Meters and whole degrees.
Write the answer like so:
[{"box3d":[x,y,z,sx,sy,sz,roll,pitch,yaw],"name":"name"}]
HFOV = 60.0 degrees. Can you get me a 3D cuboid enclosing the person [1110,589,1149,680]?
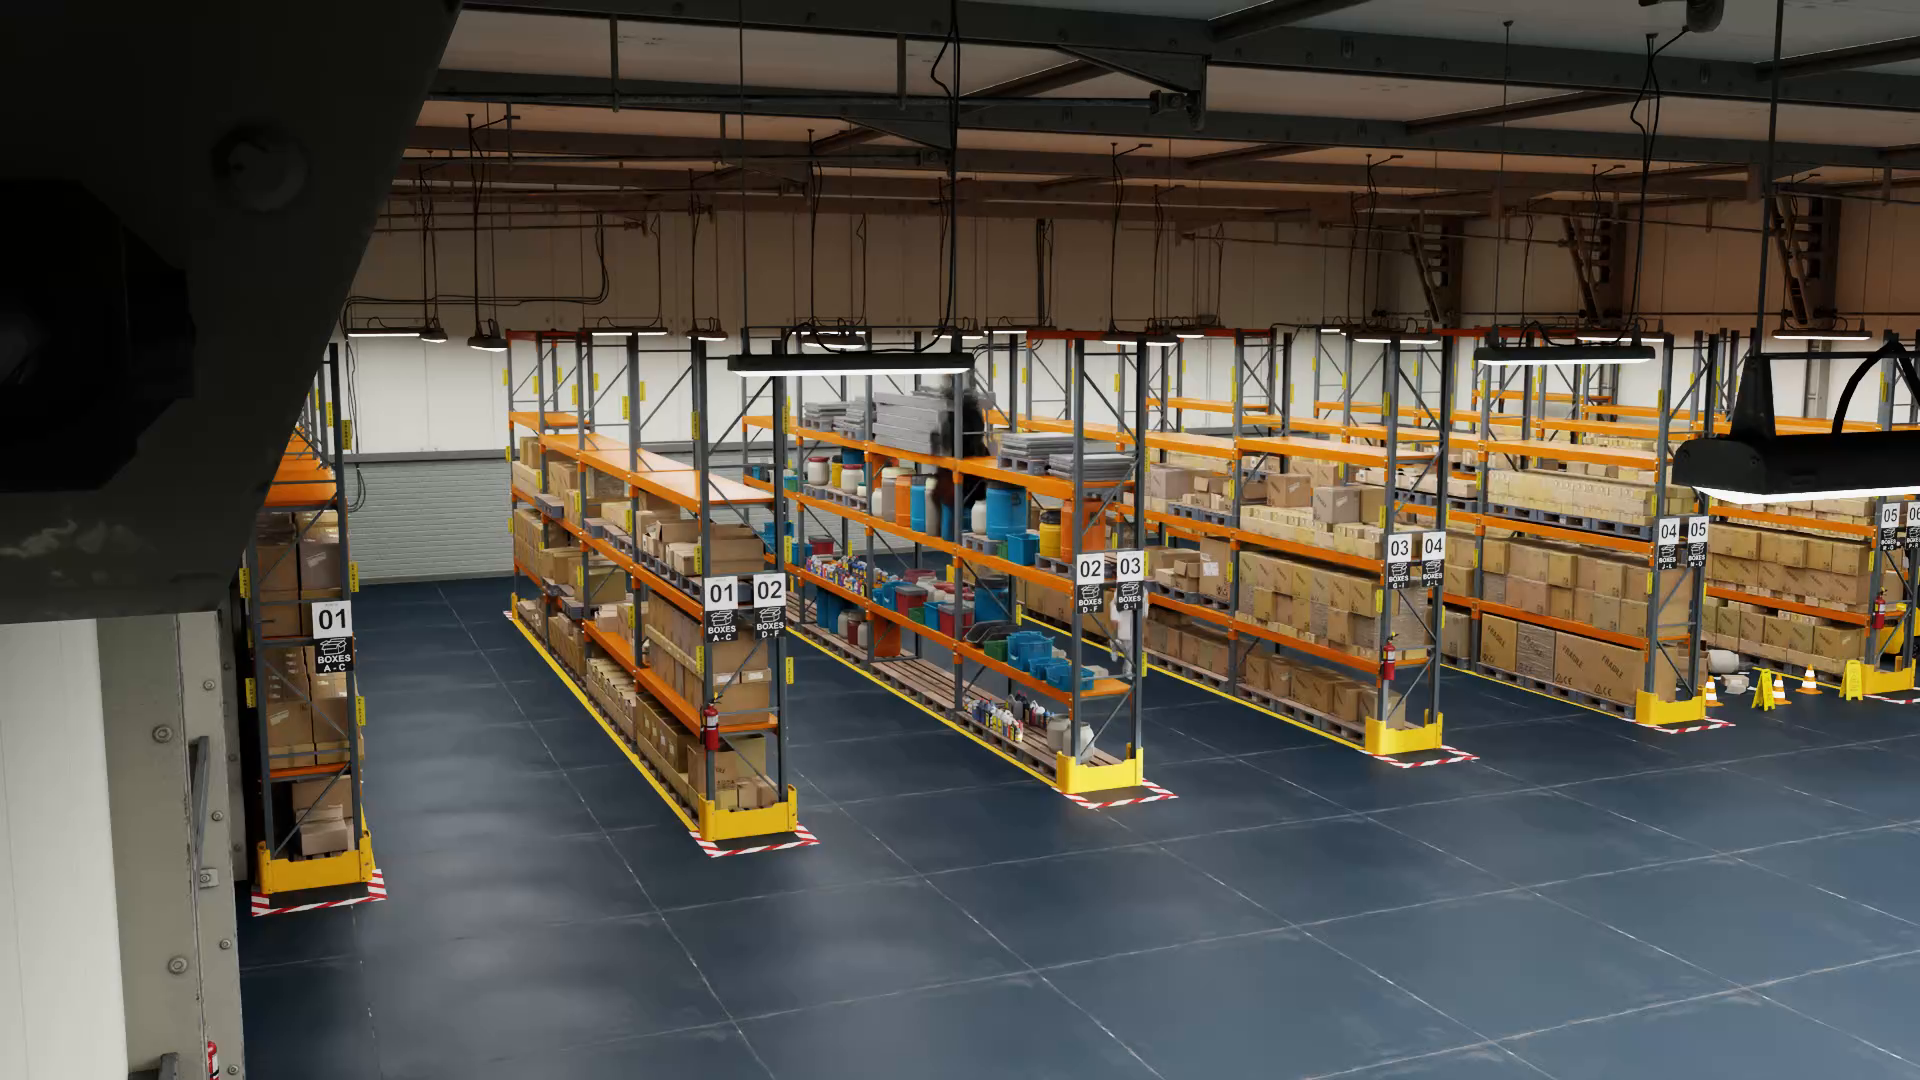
[{"box3d":[2.803,1.531,27.970,0.706,1.519,0.861,-4,9,-28],"name":"person"}]
